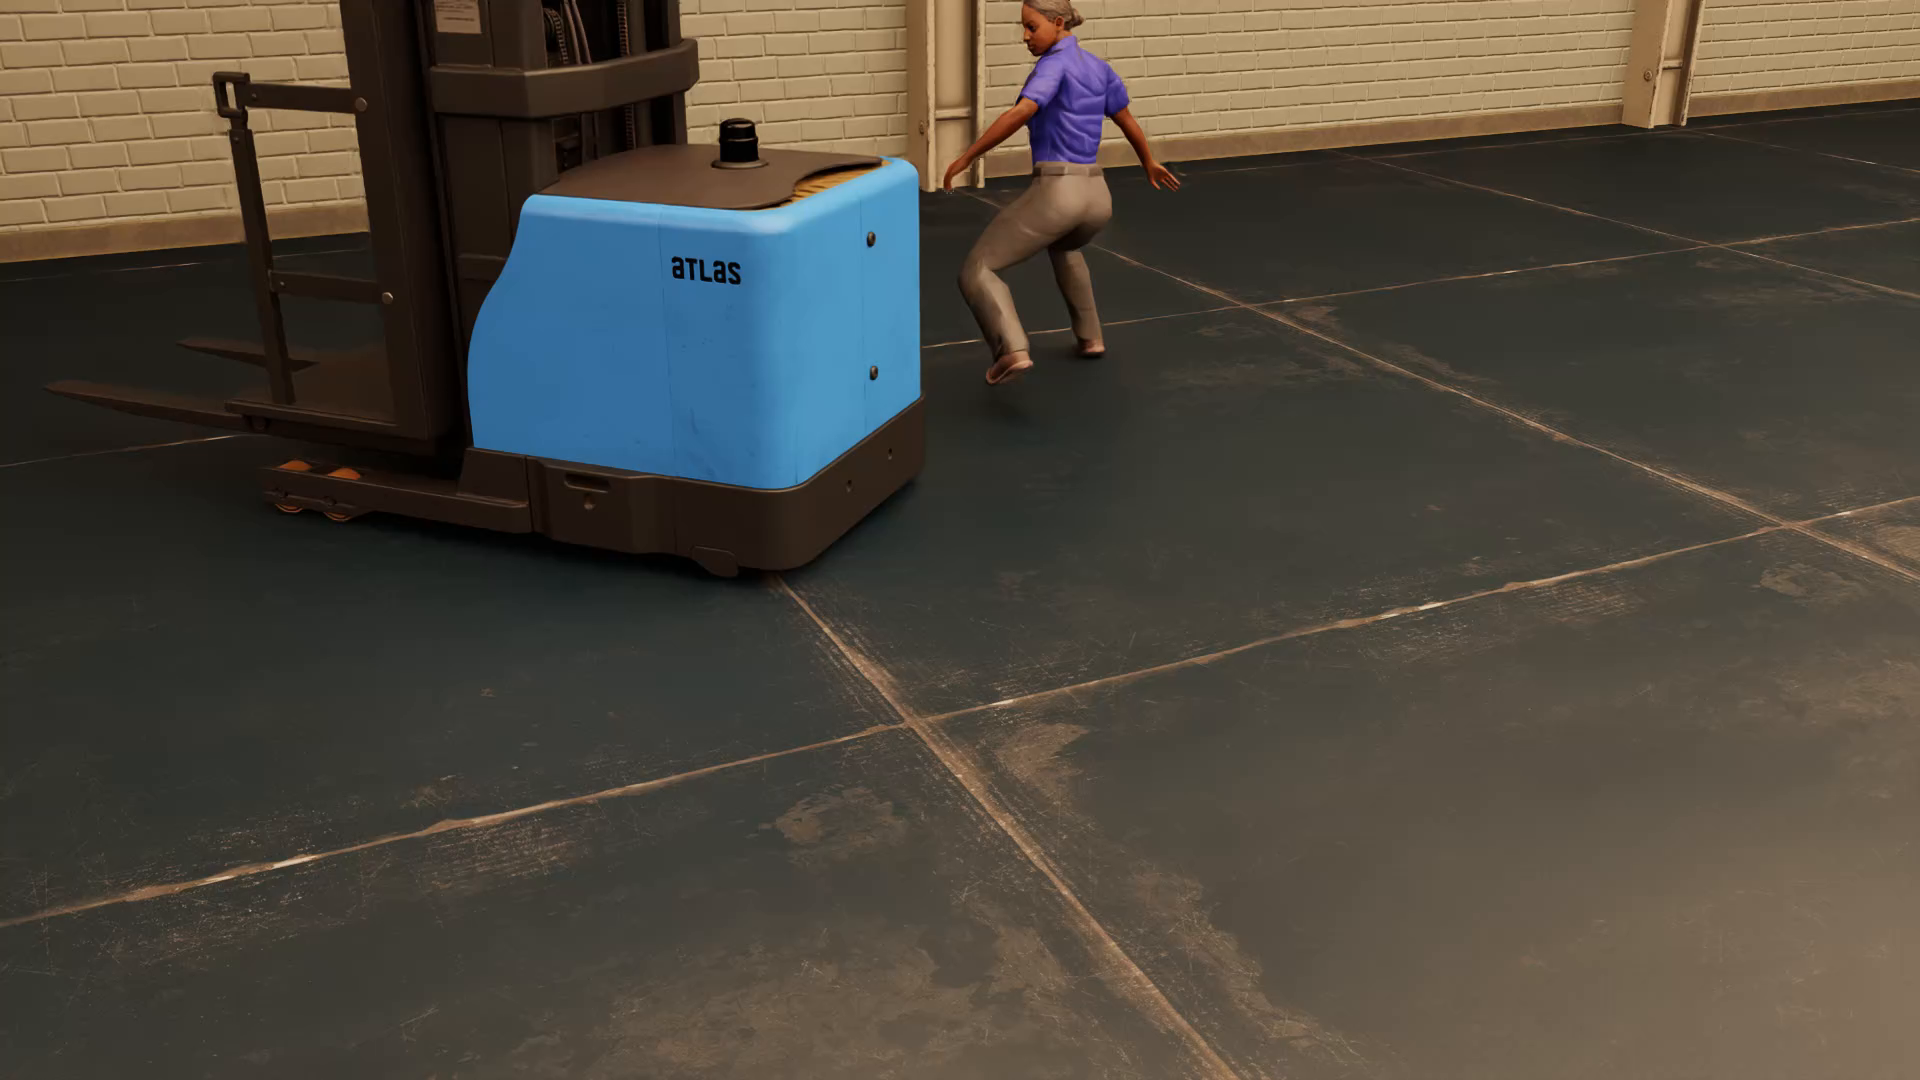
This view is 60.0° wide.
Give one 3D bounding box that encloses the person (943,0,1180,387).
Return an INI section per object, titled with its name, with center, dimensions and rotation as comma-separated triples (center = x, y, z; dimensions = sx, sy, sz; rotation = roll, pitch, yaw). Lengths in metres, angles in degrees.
[person]
center = 0.404, -1.325, 6.443
dimensions = 0.500, 1.563, 1.112
rotation = 18, 29, 37

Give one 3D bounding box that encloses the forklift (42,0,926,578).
[forklift]
center = -1.683, -1.588, 5.110
dimensions = 3.031, 2.935, 1.130
rotation = 9, 24, 20
